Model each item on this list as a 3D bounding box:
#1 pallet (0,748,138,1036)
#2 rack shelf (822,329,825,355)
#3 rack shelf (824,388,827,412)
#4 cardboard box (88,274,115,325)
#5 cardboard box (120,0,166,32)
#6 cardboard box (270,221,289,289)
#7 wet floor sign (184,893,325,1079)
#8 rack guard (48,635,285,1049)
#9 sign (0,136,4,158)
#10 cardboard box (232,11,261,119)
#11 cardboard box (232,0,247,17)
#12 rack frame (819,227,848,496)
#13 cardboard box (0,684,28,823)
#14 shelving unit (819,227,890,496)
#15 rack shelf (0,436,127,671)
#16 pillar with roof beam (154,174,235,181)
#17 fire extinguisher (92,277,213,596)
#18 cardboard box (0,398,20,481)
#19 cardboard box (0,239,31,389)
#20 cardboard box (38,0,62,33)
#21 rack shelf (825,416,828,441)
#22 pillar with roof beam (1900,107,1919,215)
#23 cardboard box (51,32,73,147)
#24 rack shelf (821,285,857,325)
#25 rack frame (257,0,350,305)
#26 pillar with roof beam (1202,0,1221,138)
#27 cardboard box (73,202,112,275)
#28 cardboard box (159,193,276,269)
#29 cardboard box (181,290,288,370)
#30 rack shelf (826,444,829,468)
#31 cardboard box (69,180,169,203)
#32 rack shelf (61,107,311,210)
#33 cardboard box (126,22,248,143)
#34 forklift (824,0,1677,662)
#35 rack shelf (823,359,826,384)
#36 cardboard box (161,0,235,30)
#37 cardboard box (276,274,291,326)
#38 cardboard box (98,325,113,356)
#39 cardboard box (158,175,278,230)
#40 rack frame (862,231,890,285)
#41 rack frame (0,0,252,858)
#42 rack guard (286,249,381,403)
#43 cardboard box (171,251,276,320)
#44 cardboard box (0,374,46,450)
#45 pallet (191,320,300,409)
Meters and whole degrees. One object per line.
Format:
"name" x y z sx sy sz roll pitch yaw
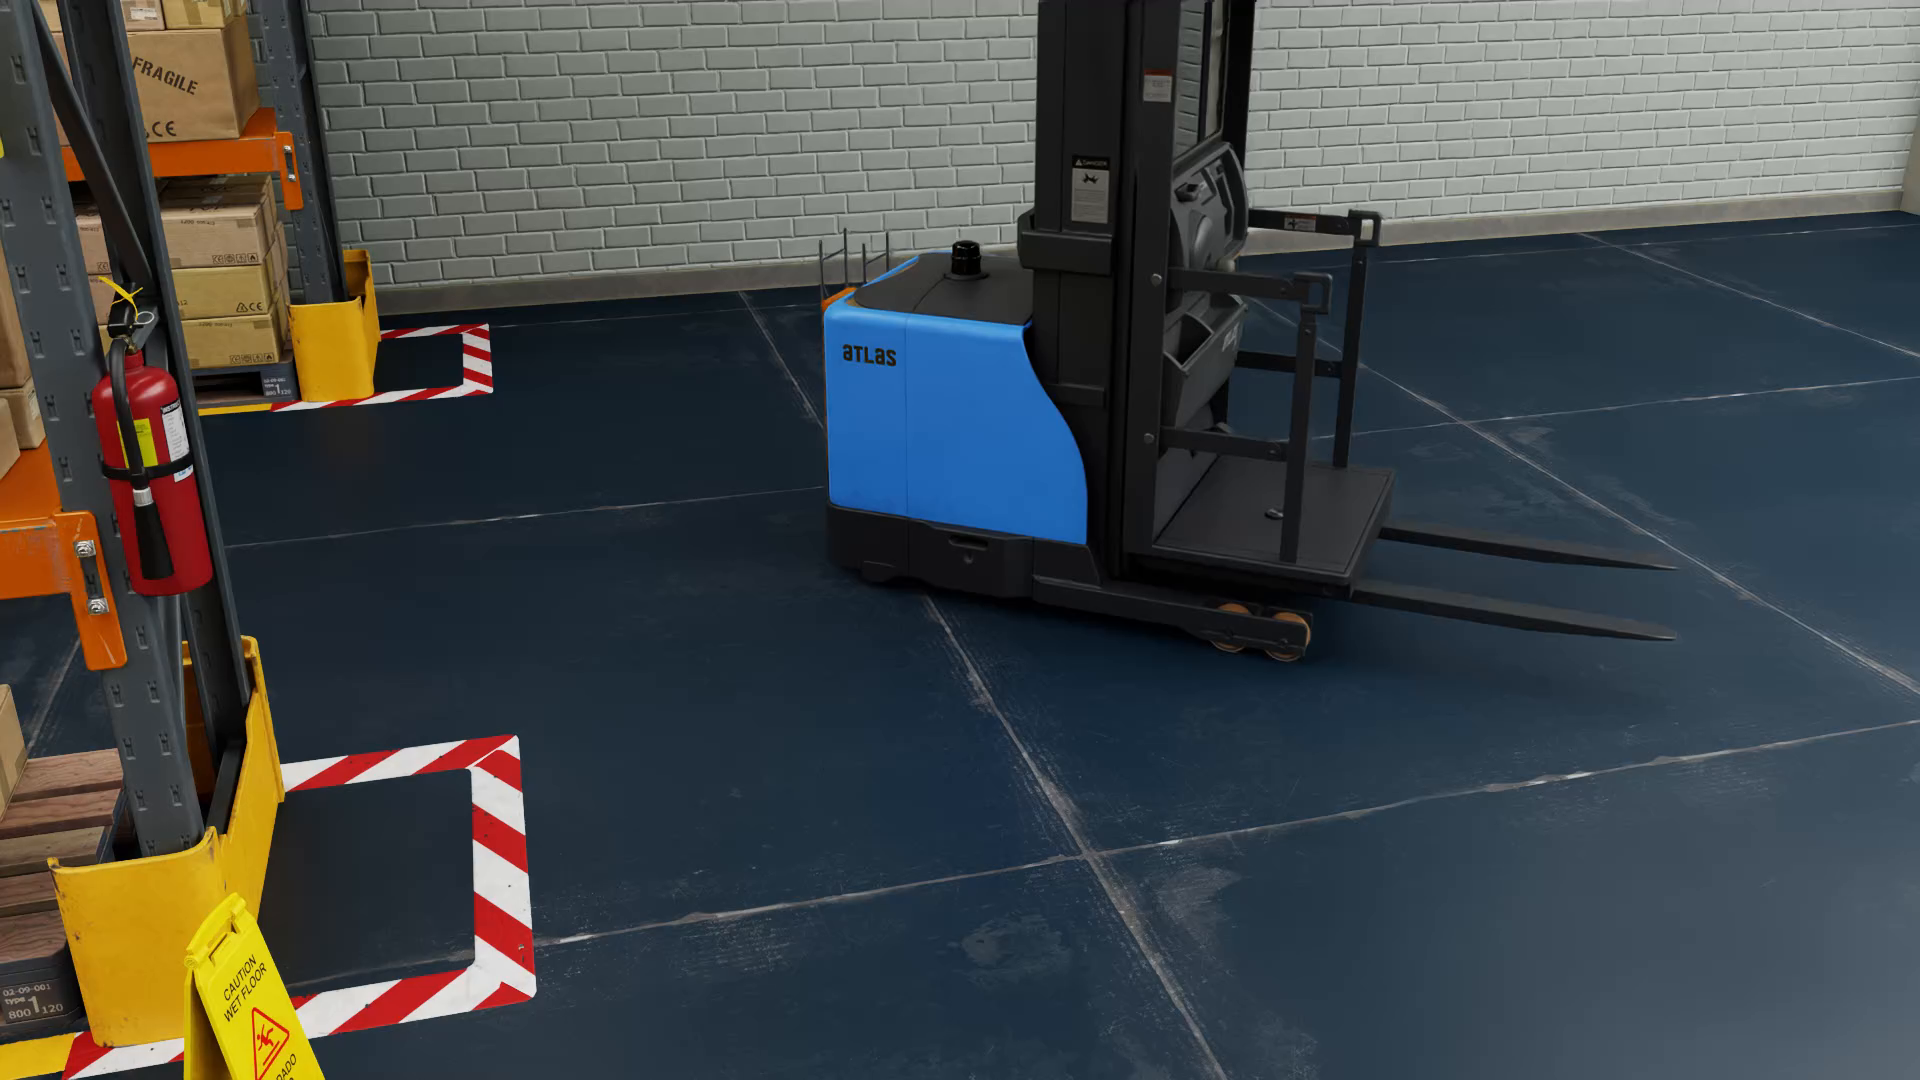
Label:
"pallet" -2.843 0.947 4.275 1.213 0.211 1.003 -6 24 -14
"rack shelf" -0.411 -0.811 6.623 0.180 0.103 0.258 9 25 20
"rack shelf" -0.411 -0.591 6.718 0.180 0.103 0.258 9 25 20
"cardboard box" -4.193 -1.239 8.153 0.500 0.250 0.500 -7 24 -15
"cardboard box" -3.819 -2.462 7.734 0.250 0.149 0.380 -6 24 -14
"cardboard box" -3.832 -1.487 8.733 0.500 0.250 0.500 -6 24 -13
"wet floor sign" -1.506 1.053 3.479 0.232 0.644 0.267 2 23 4
"rack guard" -2.052 0.741 4.388 0.348 0.500 1.175 -6 24 -14
"sign" -1.848 -0.880 3.127 0.005 0.325 0.100 -6 24 -14
"cardboard box" -3.875 -2.398 8.408 0.500 0.500 0.500 -6 24 -13
"cardboard box" -3.719 -2.706 8.303 0.250 0.149 0.380 -7 24 -16
"rack frame" -0.496 -0.645 6.732 0.006 1.200 0.240 9 25 20
"cardboard box" -2.830 0.636 4.418 0.500 0.250 0.500 -7 24 -15
"shelving unit" -0.411 -0.632 6.700 0.189 1.200 0.258 9 25 20
"rack shelf" -3.904 0.128 3.559 4.000 0.370 1.077 -6 24 -14
"pillar with roof beam" -3.074 -3.690 3.938 0.400 9.000 9.100 -6 24 -14
"fire extinguisher" -1.744 -0.217 3.550 0.183 0.674 0.296 -6 24 -14
"cardboard box" -2.281 -0.179 3.681 0.250 0.149 0.380 -5 24 -13
"cardboard box" -2.509 -0.653 3.963 0.500 0.500 0.500 -7 24 -15
"cardboard box" -4.085 -2.457 7.723 0.250 0.149 0.380 -6 24 -13
"rack shelf" -0.411 -0.481 6.765 0.180 0.103 0.258 9 25 20
"pillar with roof beam" 8.480 -4.968 6.916 0.400 9.000 9.100 -6 24 -14
"cardboard box" -4.228 -2.142 7.810 0.500 0.500 0.500 -6 24 -13
"rack shelf" -0.411 -0.922 6.576 0.180 0.103 0.258 9 25 20
"rack frame" -3.323 -2.299 8.305 0.127 3.000 1.000 -6 24 -14
"pillar with roof beam" 2.703 -4.329 5.427 0.400 9.000 9.100 -6 24 -14
"cardboard box" -4.172 -1.464 8.045 0.500 0.250 0.500 -6 24 -13
"cardboard box" -3.682 -1.521 8.177 0.500 0.250 0.500 -5 24 -13
"cardboard box" -3.690 -1.059 8.368 0.500 0.250 0.500 -6 24 -14
"rack shelf" -0.411 -0.370 6.813 0.180 0.103 0.258 9 25 20
"cardboard box" -4.317 -1.654 8.488 0.500 0.250 0.500 -6 24 -14
"rack shelf" -5.248 -1.756 7.950 4.000 0.370 1.077 -6 24 -14
"cardboard box" -3.726 -2.193 7.931 0.500 0.500 0.500 -7 24 -16
"forklift" 1.058 -1.163 5.744 3.031 2.935 1.130 9 25 20
"rack shelf" -0.411 -0.701 6.671 0.180 0.103 0.258 9 25 20
"cardboard box" -3.581 -2.500 7.823 0.250 0.149 0.380 -6 24 -14
"cardboard box" -3.849 -1.251 8.815 0.500 0.250 0.500 -6 24 -14
"cardboard box" -4.171 -1.009 8.253 0.500 0.250 0.500 -6 24 -14
"cardboard box" -3.837 -1.709 8.615 0.500 0.250 0.500 -7 24 -15
"rack frame" -0.326 -0.618 6.669 0.006 1.200 0.240 9 25 20
"rack frame" -1.978 -0.415 3.914 0.127 3.000 1.000 -6 24 -14
"rack guard" -3.300 -1.153 8.804 0.348 0.500 1.175 -6 24 -14
"cardboard box" -3.707 -1.288 8.268 0.500 0.250 0.500 -7 24 -15
"cardboard box" -2.361 -0.342 4.062 0.250 0.149 0.380 -6 24 -14
"pallet" -4.048 -0.921 8.628 1.213 0.211 1.003 -6 24 -14
